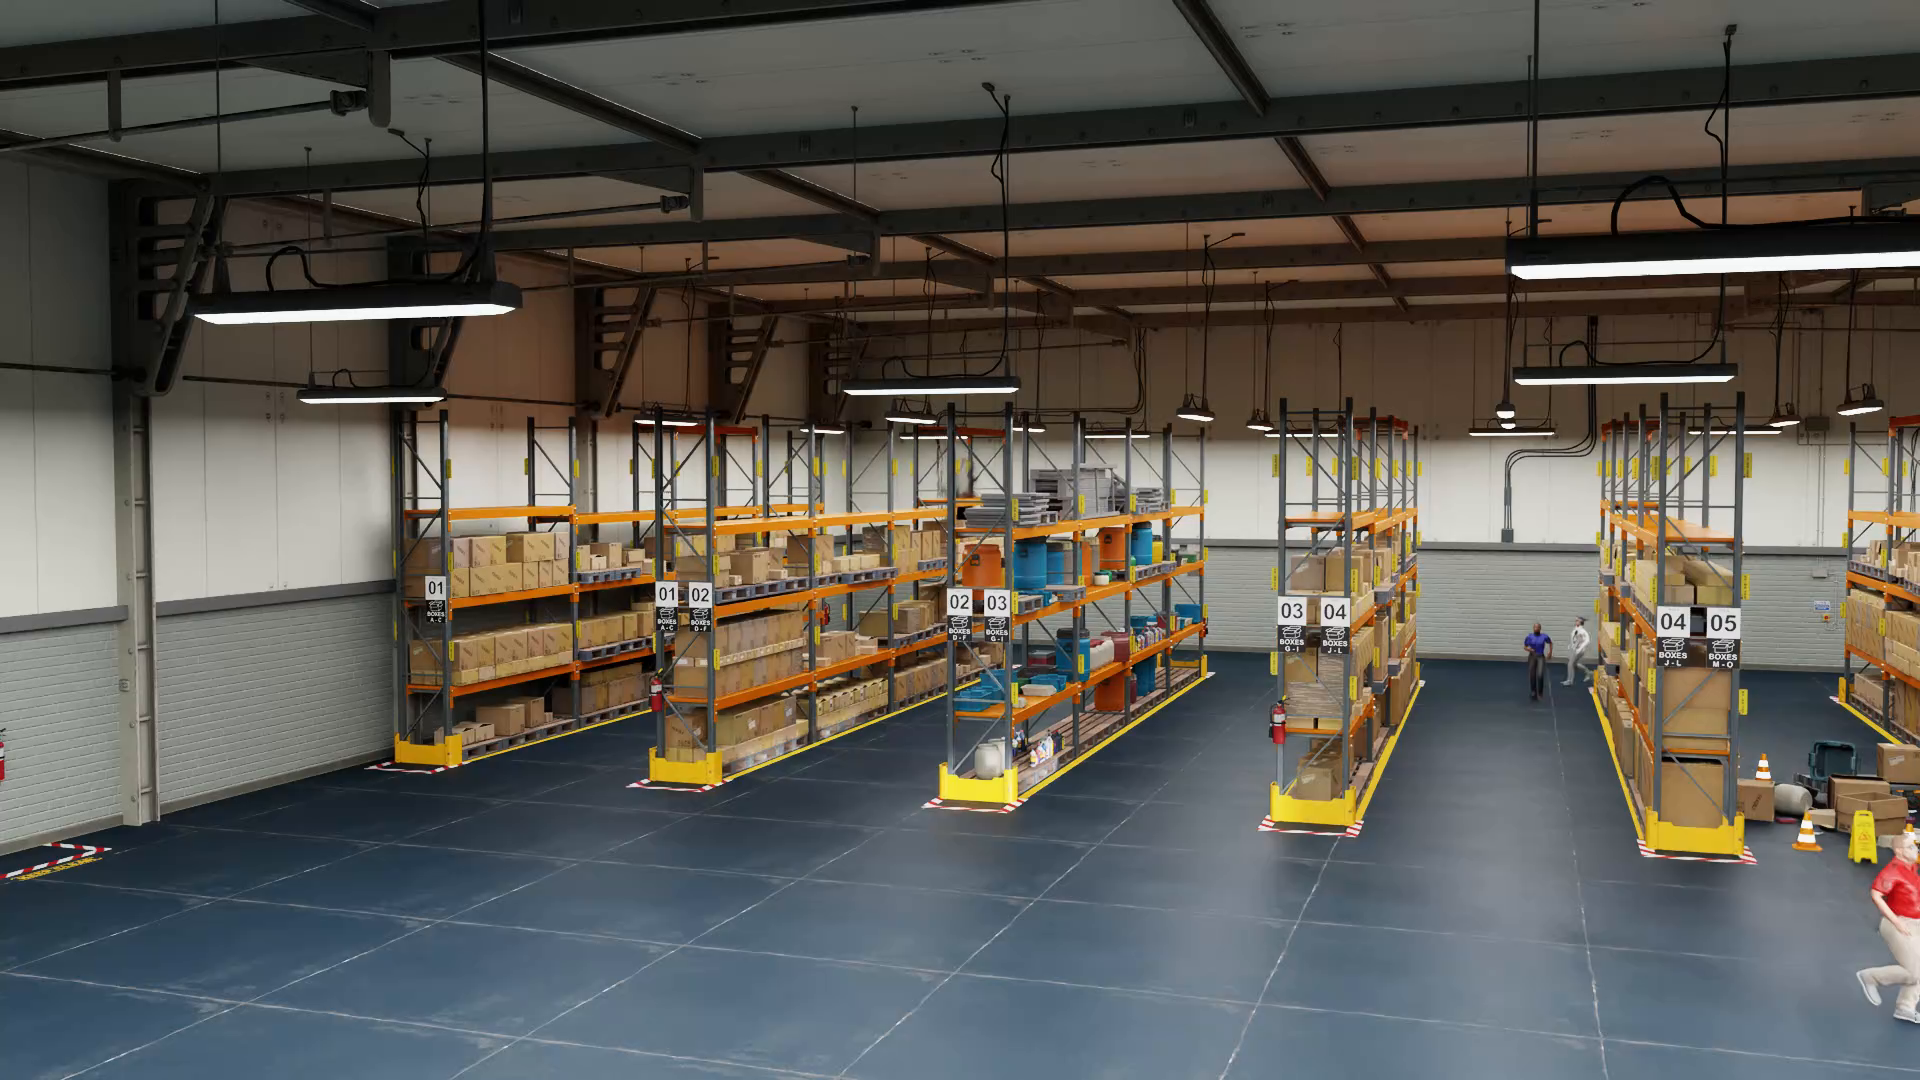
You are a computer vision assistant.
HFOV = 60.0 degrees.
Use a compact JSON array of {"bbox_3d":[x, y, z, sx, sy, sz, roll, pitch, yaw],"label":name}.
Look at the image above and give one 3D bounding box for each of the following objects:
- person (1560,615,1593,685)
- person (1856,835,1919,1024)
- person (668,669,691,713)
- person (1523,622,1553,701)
[{"bbox_3d":[14.280,2.538,38.263,0.751,1.651,0.678,0,2,1],"label":"person"},{"bbox_3d":[8.521,3.510,15.095,0.679,1.678,0.619,-2,3,-44],"label":"person"},{"bbox_3d":[-5.041,2.870,30.174,0.586,1.666,0.585,1,3,18],"label":"person"},{"bbox_3d":[12.544,2.652,36.118,0.592,1.733,0.751,1,3,23],"label":"person"}]
